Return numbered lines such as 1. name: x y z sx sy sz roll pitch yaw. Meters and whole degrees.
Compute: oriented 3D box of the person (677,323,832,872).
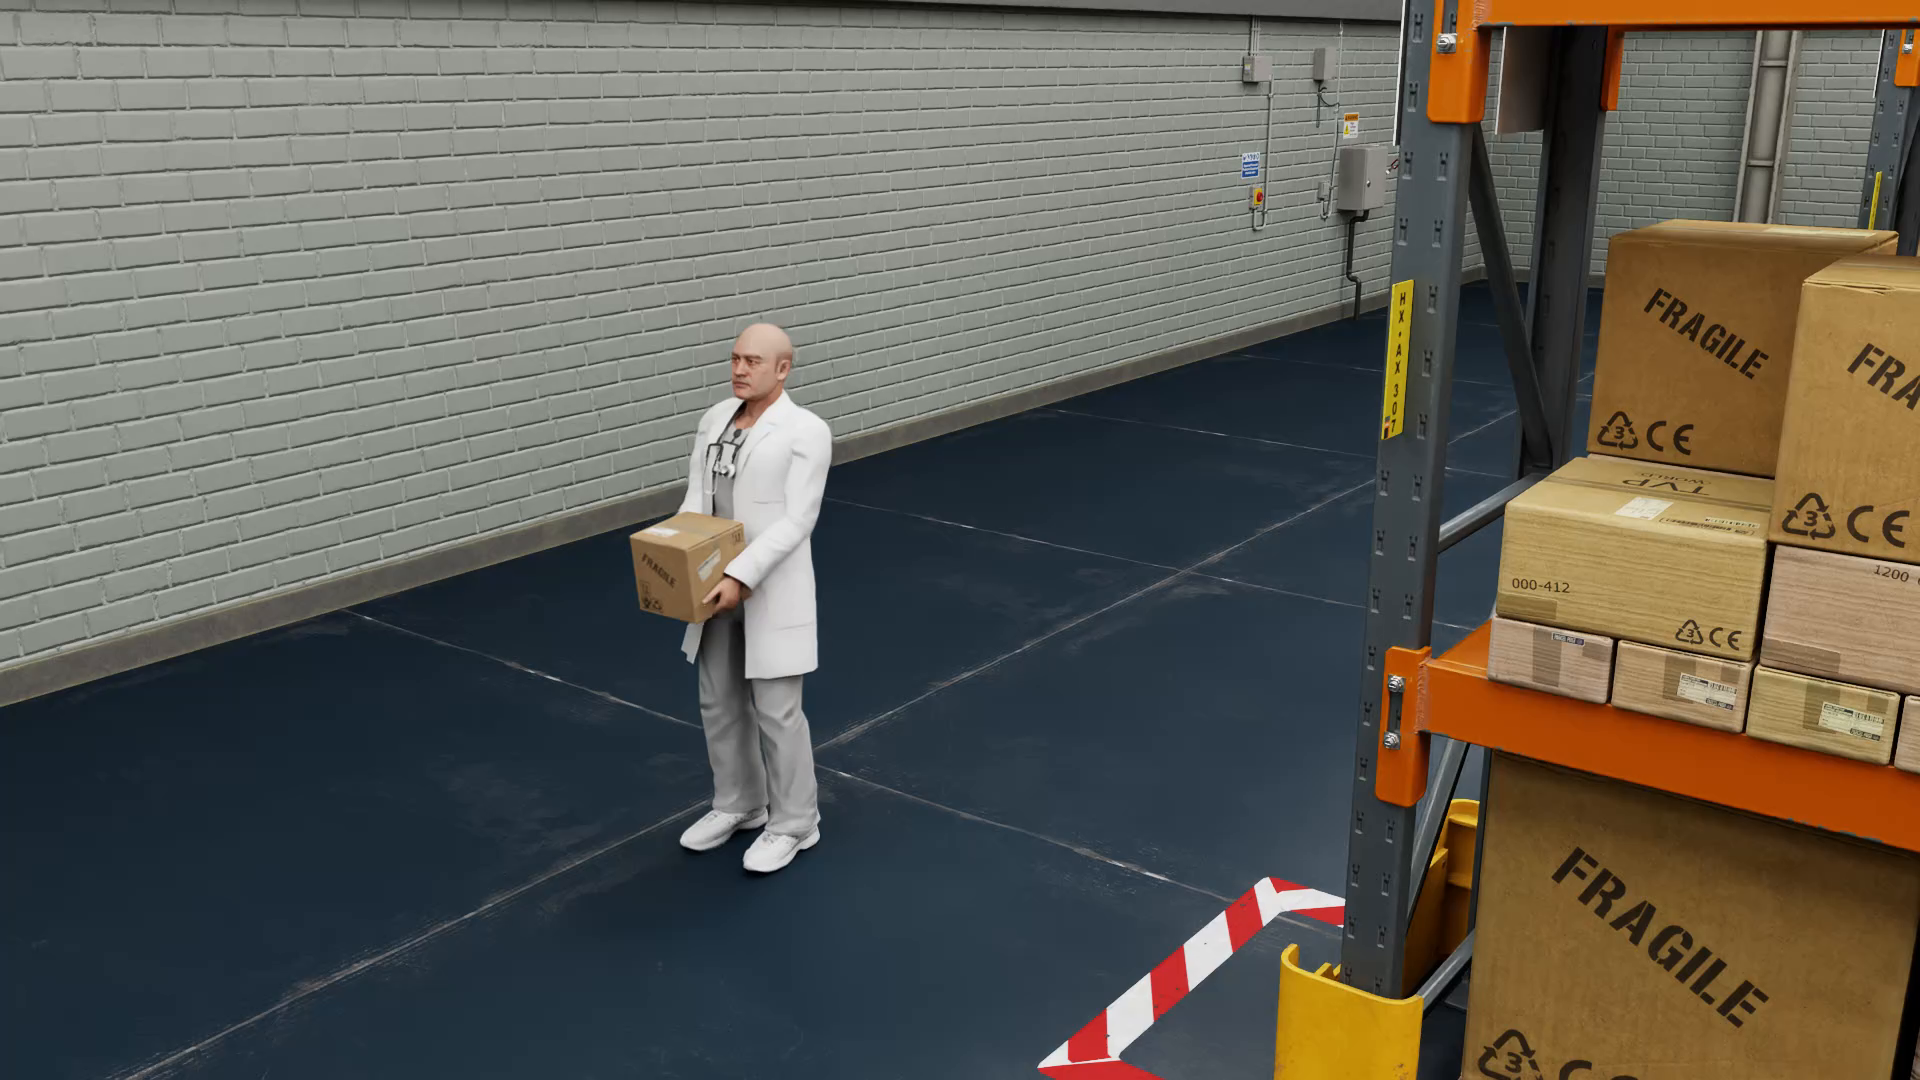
1. person: -0.729 0.211 5.361 0.537 1.762 0.548 12 20 35
